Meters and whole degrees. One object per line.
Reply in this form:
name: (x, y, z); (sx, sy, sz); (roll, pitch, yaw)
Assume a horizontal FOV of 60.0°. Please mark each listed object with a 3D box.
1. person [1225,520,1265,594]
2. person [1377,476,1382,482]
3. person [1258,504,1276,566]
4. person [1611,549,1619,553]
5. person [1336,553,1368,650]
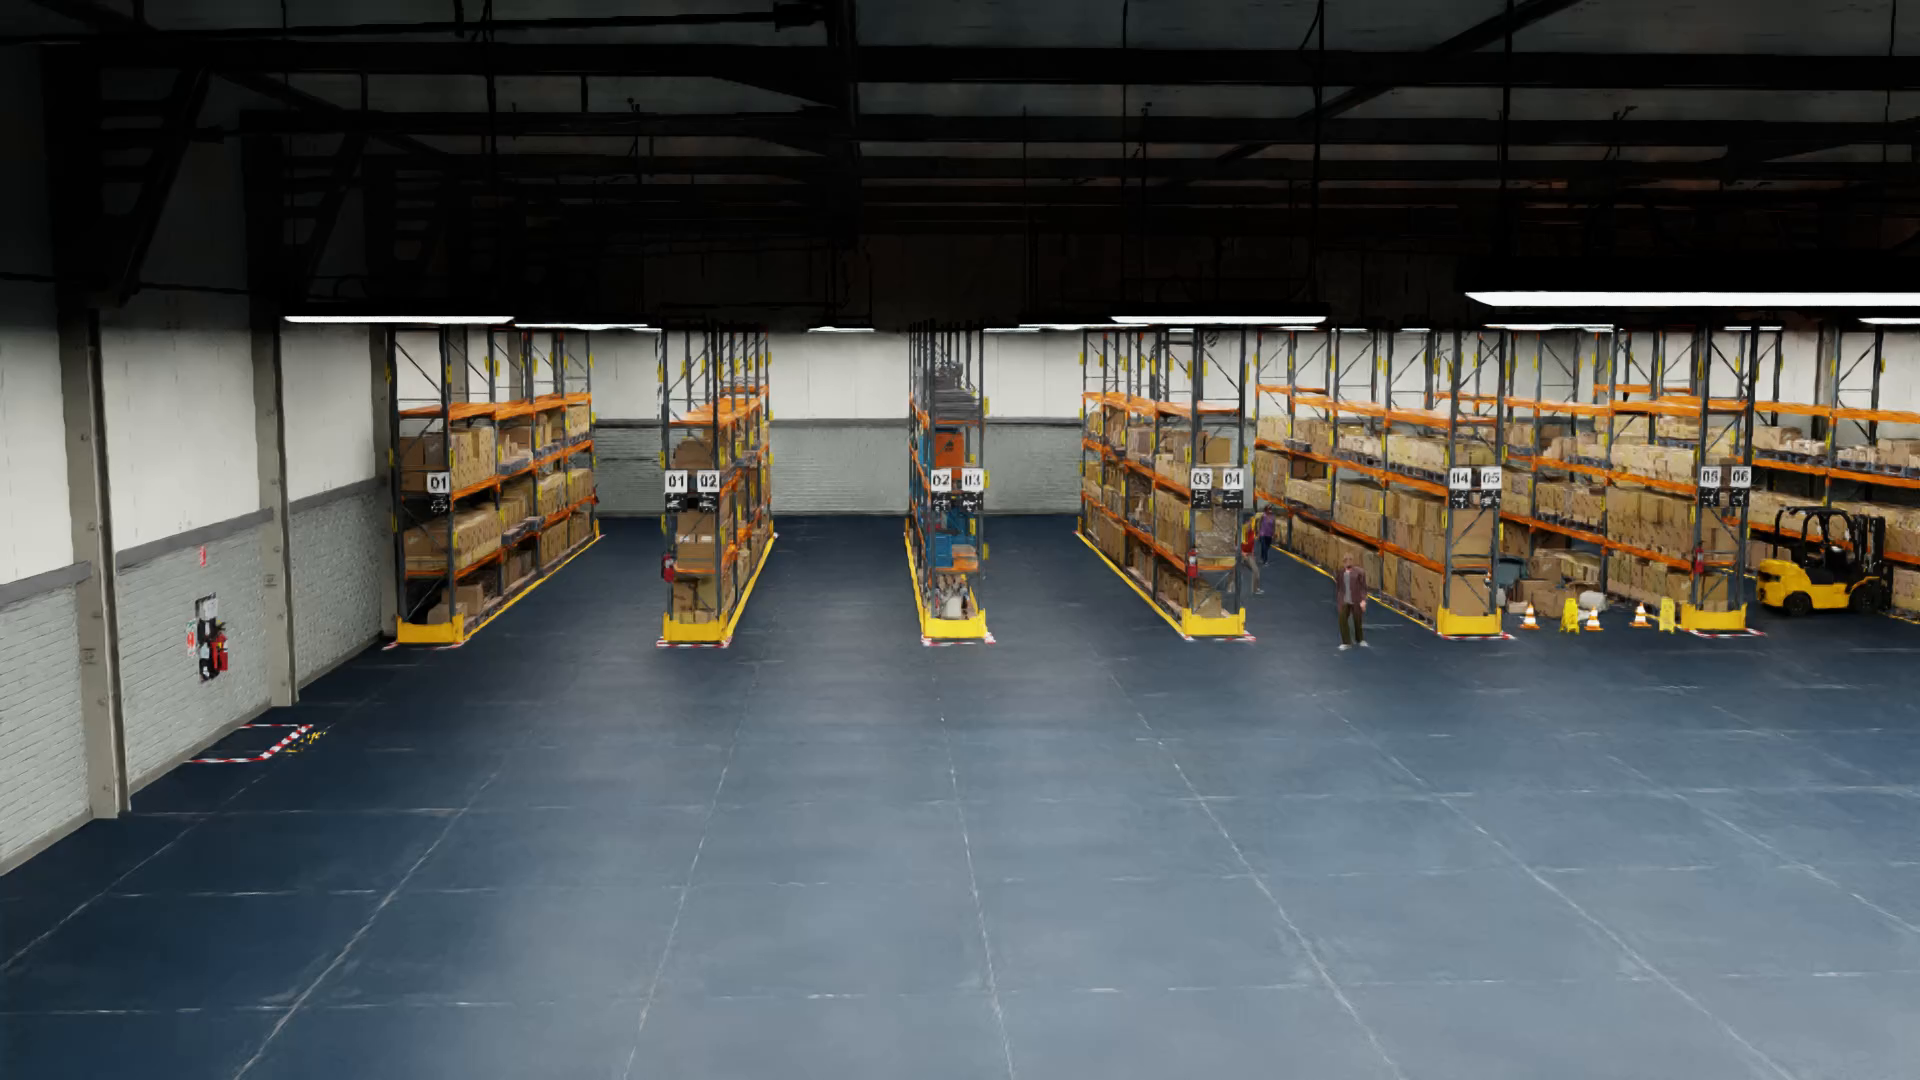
person: (6.273, 0.359, 36.739); (0.701, 1.660, 0.857); (-3, 7, -19)
person: (12.719, -1.277, 50.092); (0.569, 1.655, 0.506); (-7, 10, -44)
person: (7.633, -0.140, 41.292); (0.415, 1.517, 1.042); (-1, 7, -6)
person: (17.203, -0.479, 43.058); (0.585, 1.760, 0.682); (2, 7, 18)
person: (7.164, 1.104, 30.392); (0.610, 1.766, 0.633); (4, 8, 32)
